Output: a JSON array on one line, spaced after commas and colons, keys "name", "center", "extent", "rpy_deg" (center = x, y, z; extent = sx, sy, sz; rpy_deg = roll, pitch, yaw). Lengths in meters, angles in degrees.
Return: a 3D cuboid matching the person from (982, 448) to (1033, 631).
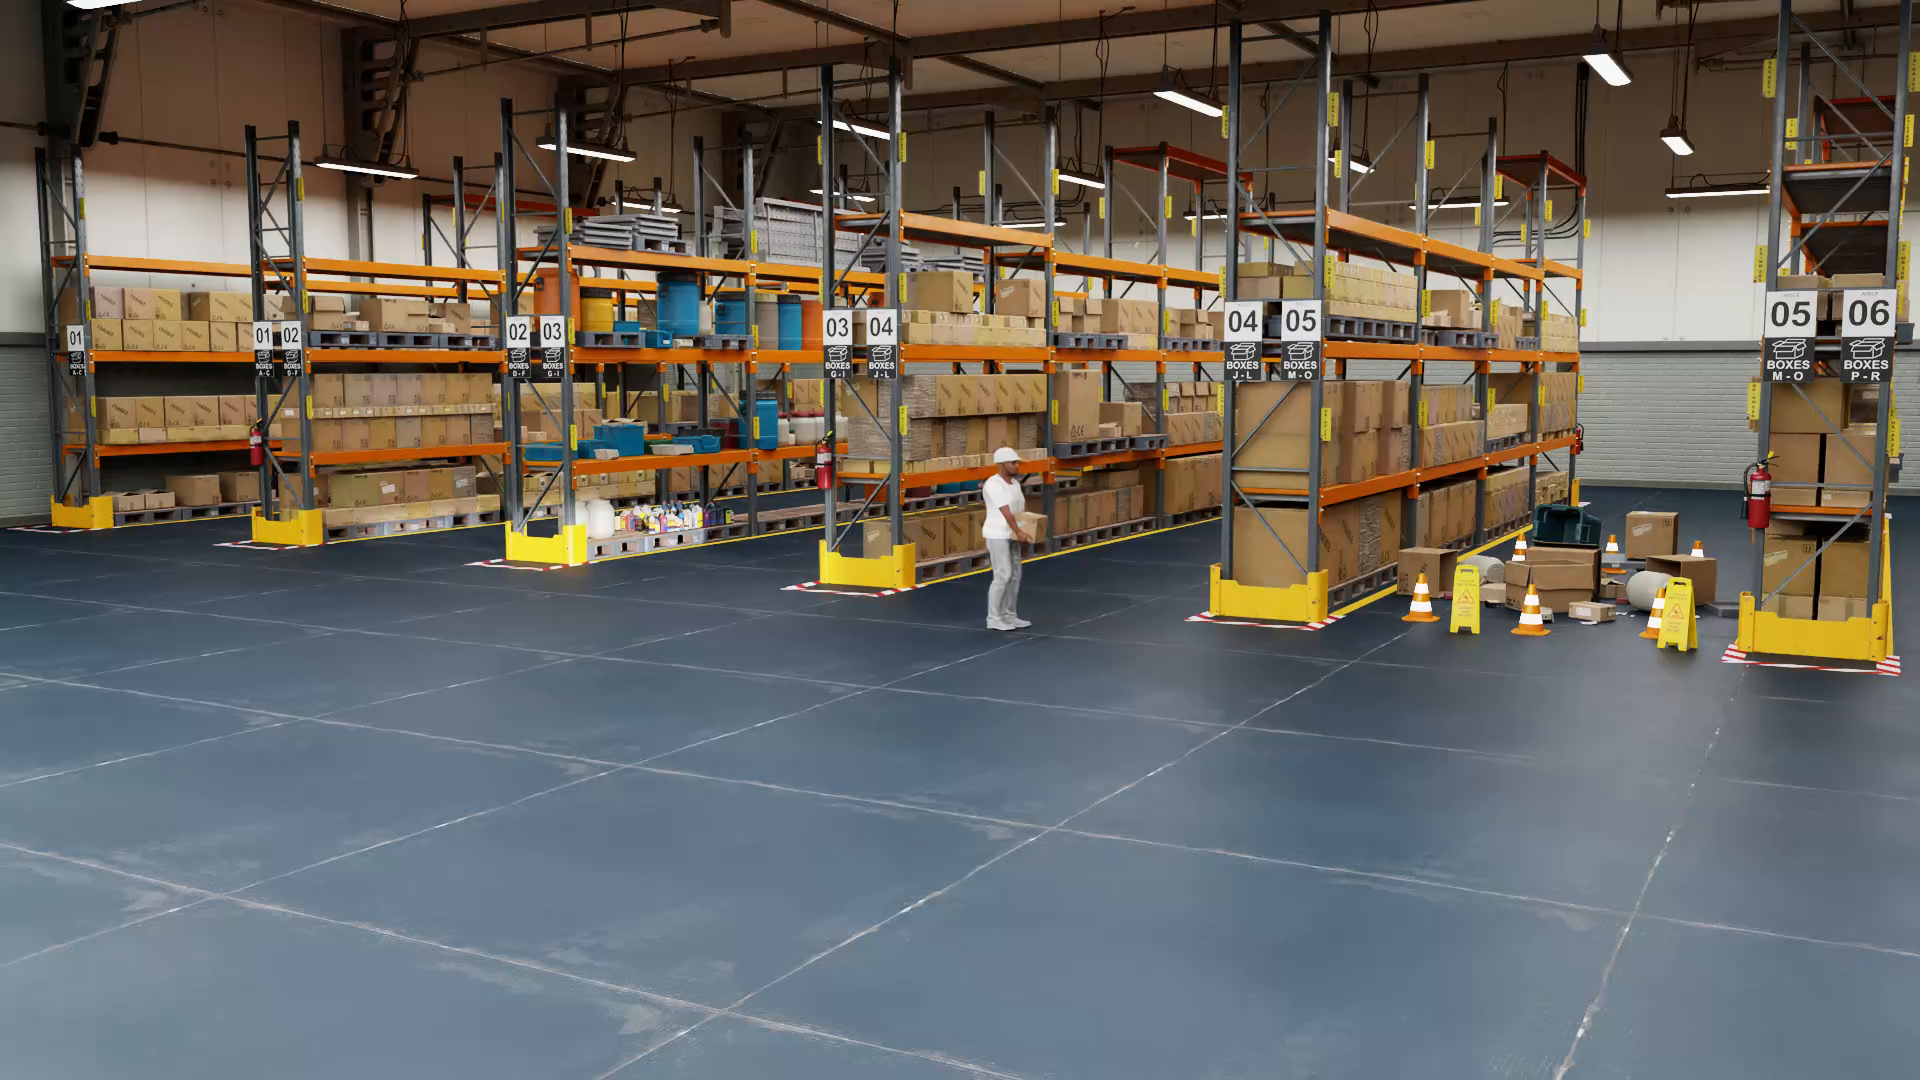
[{"name": "person", "center": [0.521, -0.014, 16.172], "extent": [0.563, 1.763, 0.505], "rpy_deg": [3, 7, 28]}]
